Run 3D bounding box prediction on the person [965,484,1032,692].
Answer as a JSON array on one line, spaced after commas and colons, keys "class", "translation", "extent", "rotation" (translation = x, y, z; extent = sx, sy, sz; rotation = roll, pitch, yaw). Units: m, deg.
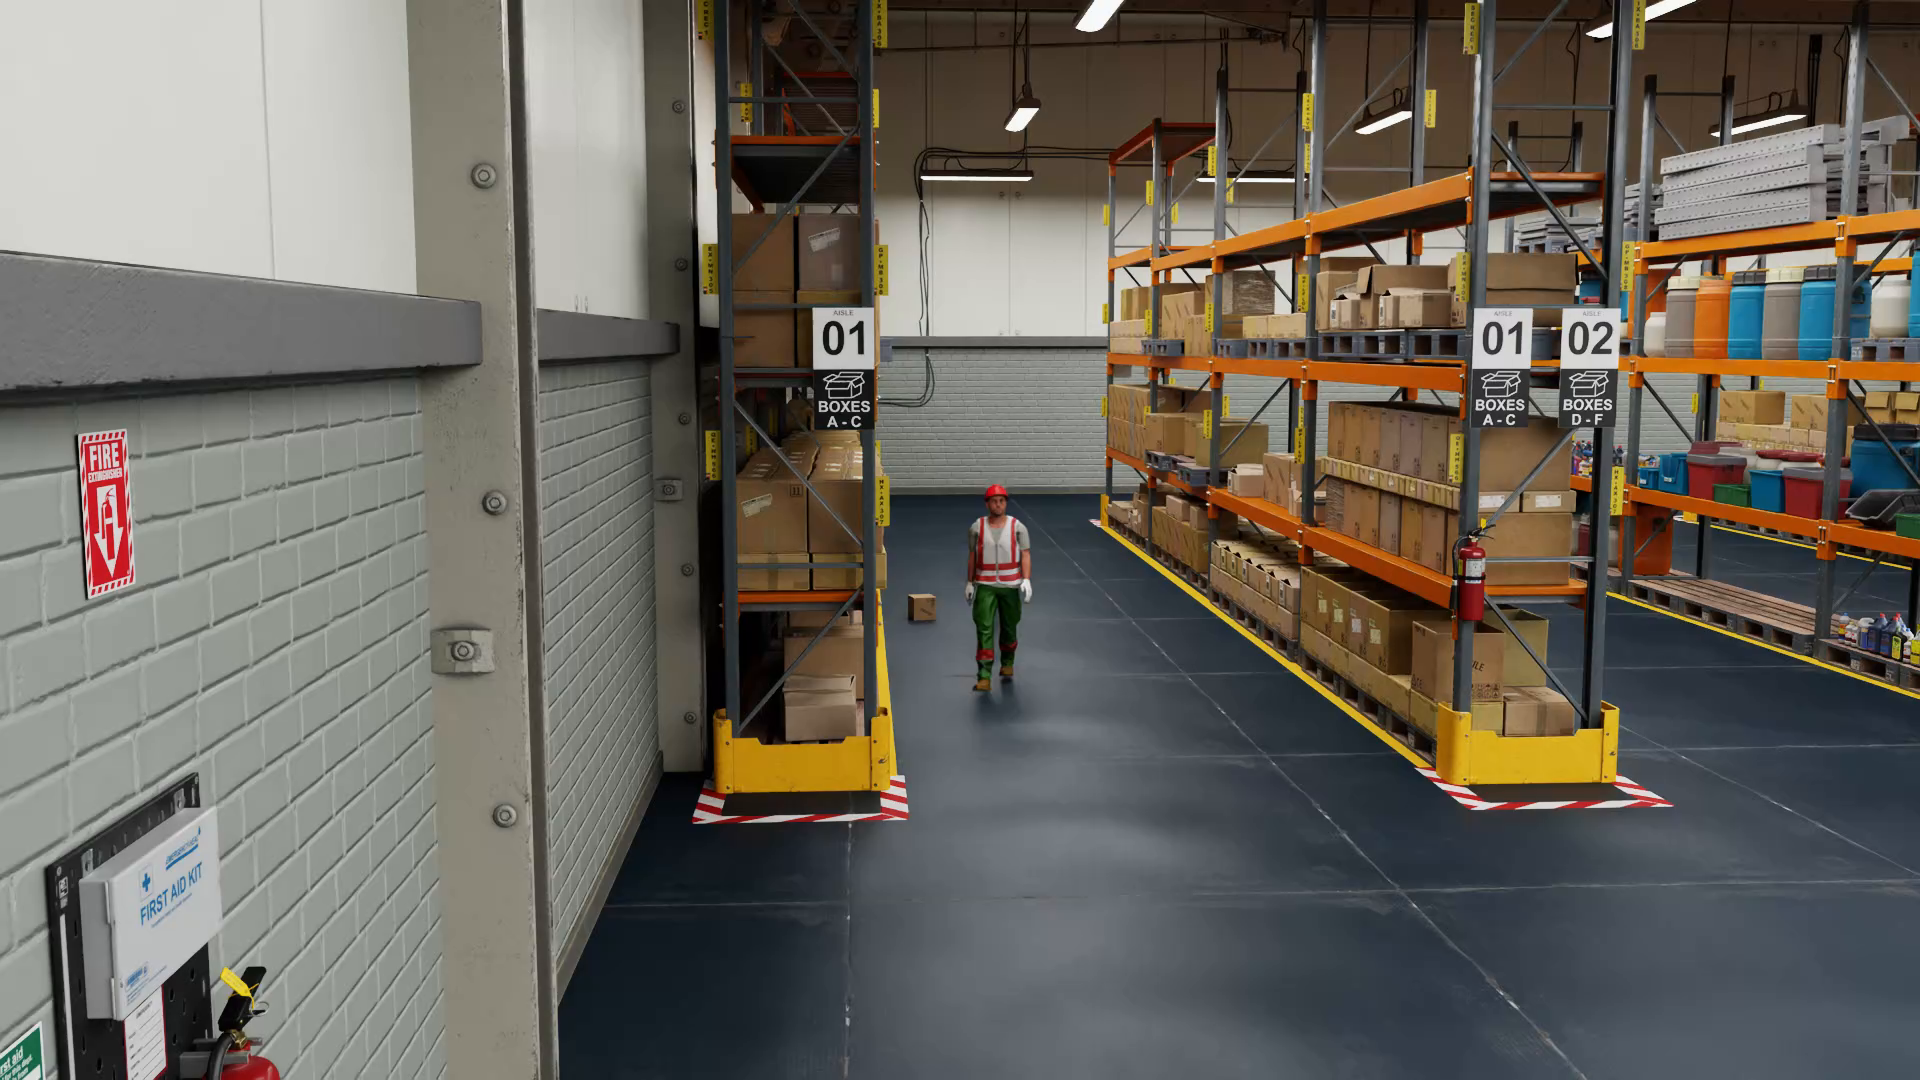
[{"class": "person", "translation": [0.328, 0.399, 14.282], "extent": [0.584, 1.742, 1.014], "rotation": [0, 7, 2]}]
